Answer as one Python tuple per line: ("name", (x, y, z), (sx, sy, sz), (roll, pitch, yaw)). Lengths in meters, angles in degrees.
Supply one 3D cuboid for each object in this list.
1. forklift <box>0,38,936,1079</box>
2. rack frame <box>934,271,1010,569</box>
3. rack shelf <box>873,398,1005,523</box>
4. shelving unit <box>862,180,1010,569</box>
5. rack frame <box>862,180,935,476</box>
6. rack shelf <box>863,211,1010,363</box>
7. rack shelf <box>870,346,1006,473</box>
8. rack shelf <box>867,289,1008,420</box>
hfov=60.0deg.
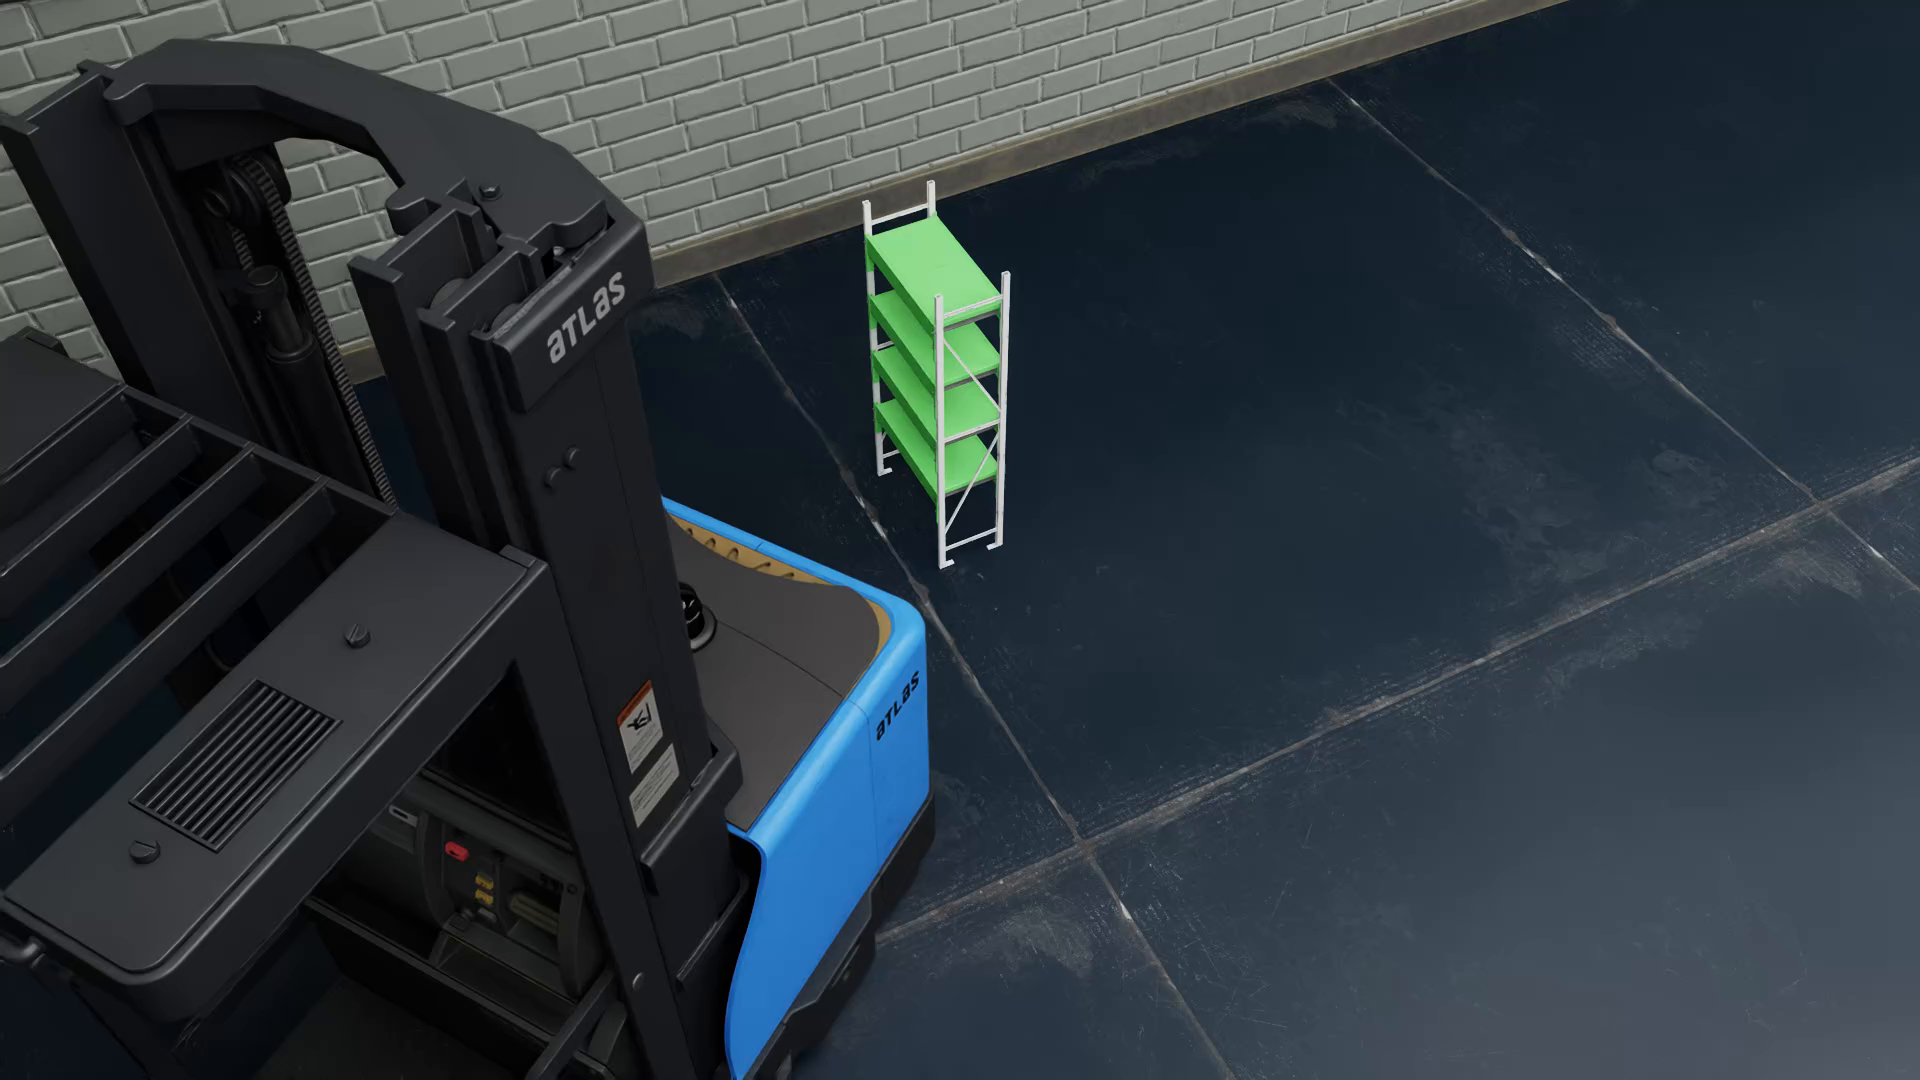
("forklift", (-1.219, 0.717, 3.176), (1.130, 2.935, 3.031), (22, 52, 18))
("rack frame", (0.036, -0.342, 5.252), (0.240, 1.200, 0.015), (-21, 52, -18))
("rack shelf", (-0.076, -0.306, 5.624), (0.258, 0.148, 0.480), (-21, 52, -18))
("shelving unit", (-0.076, -0.506, 5.395), (0.258, 1.200, 0.503), (-21, 52, -18))
("rack frame", (-0.187, -0.669, 5.538), (0.240, 1.200, 0.015), (-21, 52, -18))
("rack shelf", (-0.076, -0.780, 5.082), (0.258, 0.148, 0.480), (-21, 52, -18))
("rack shelf", (-0.076, -0.464, 5.443), (0.258, 0.148, 0.480), (-21, 52, -18))
("rack shelf", (-0.076, -0.622, 5.263), (0.258, 0.148, 0.480), (-21, 52, -18))
